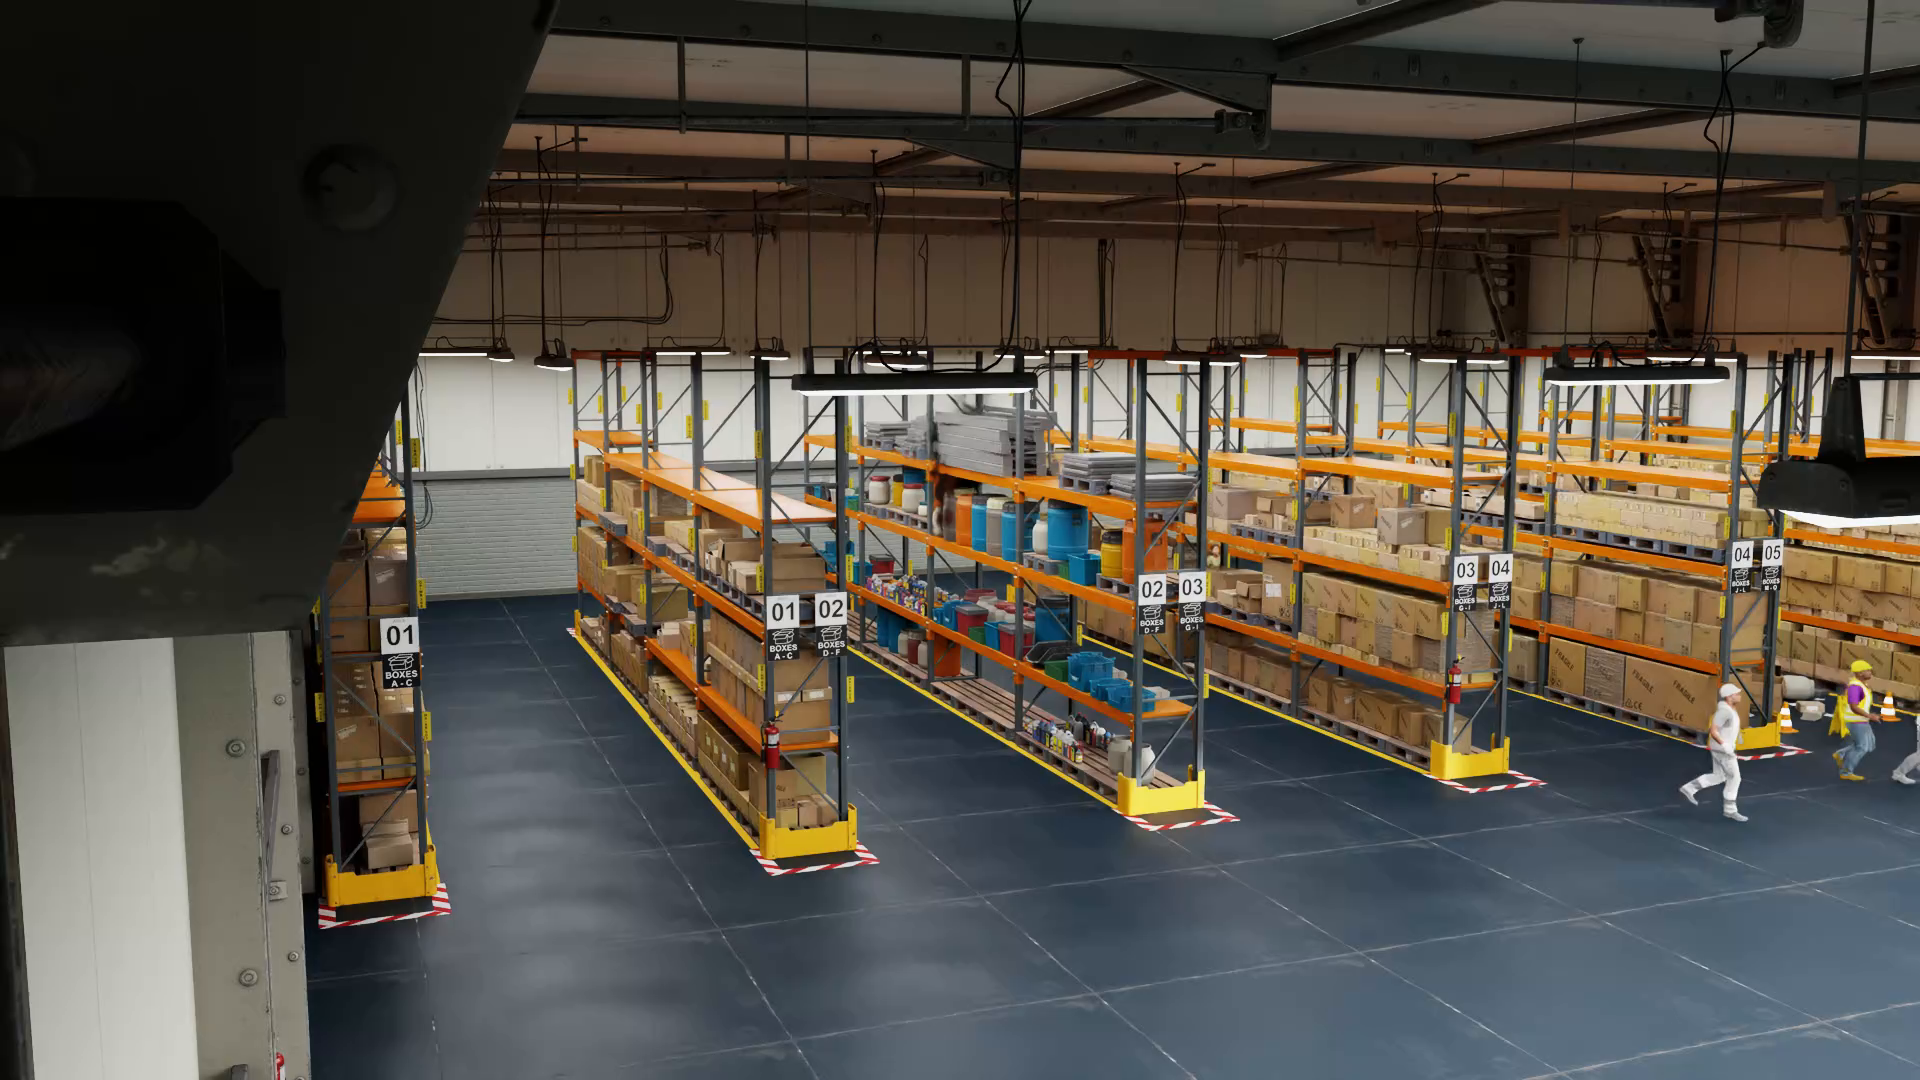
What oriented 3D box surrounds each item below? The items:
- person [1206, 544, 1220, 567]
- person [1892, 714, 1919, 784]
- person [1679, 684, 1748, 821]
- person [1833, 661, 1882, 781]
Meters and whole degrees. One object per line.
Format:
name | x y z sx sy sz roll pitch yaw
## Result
person | 5.724 0.892 37.142 0.594 1.620 0.769 -2 7 -15
person | 13.614 2.643 23.238 0.947 1.625 0.735 4 8 27
person | 9.905 2.747 21.781 0.840 1.794 0.652 3 8 22
person | 12.722 2.551 23.546 0.606 1.722 0.749 5 8 32
